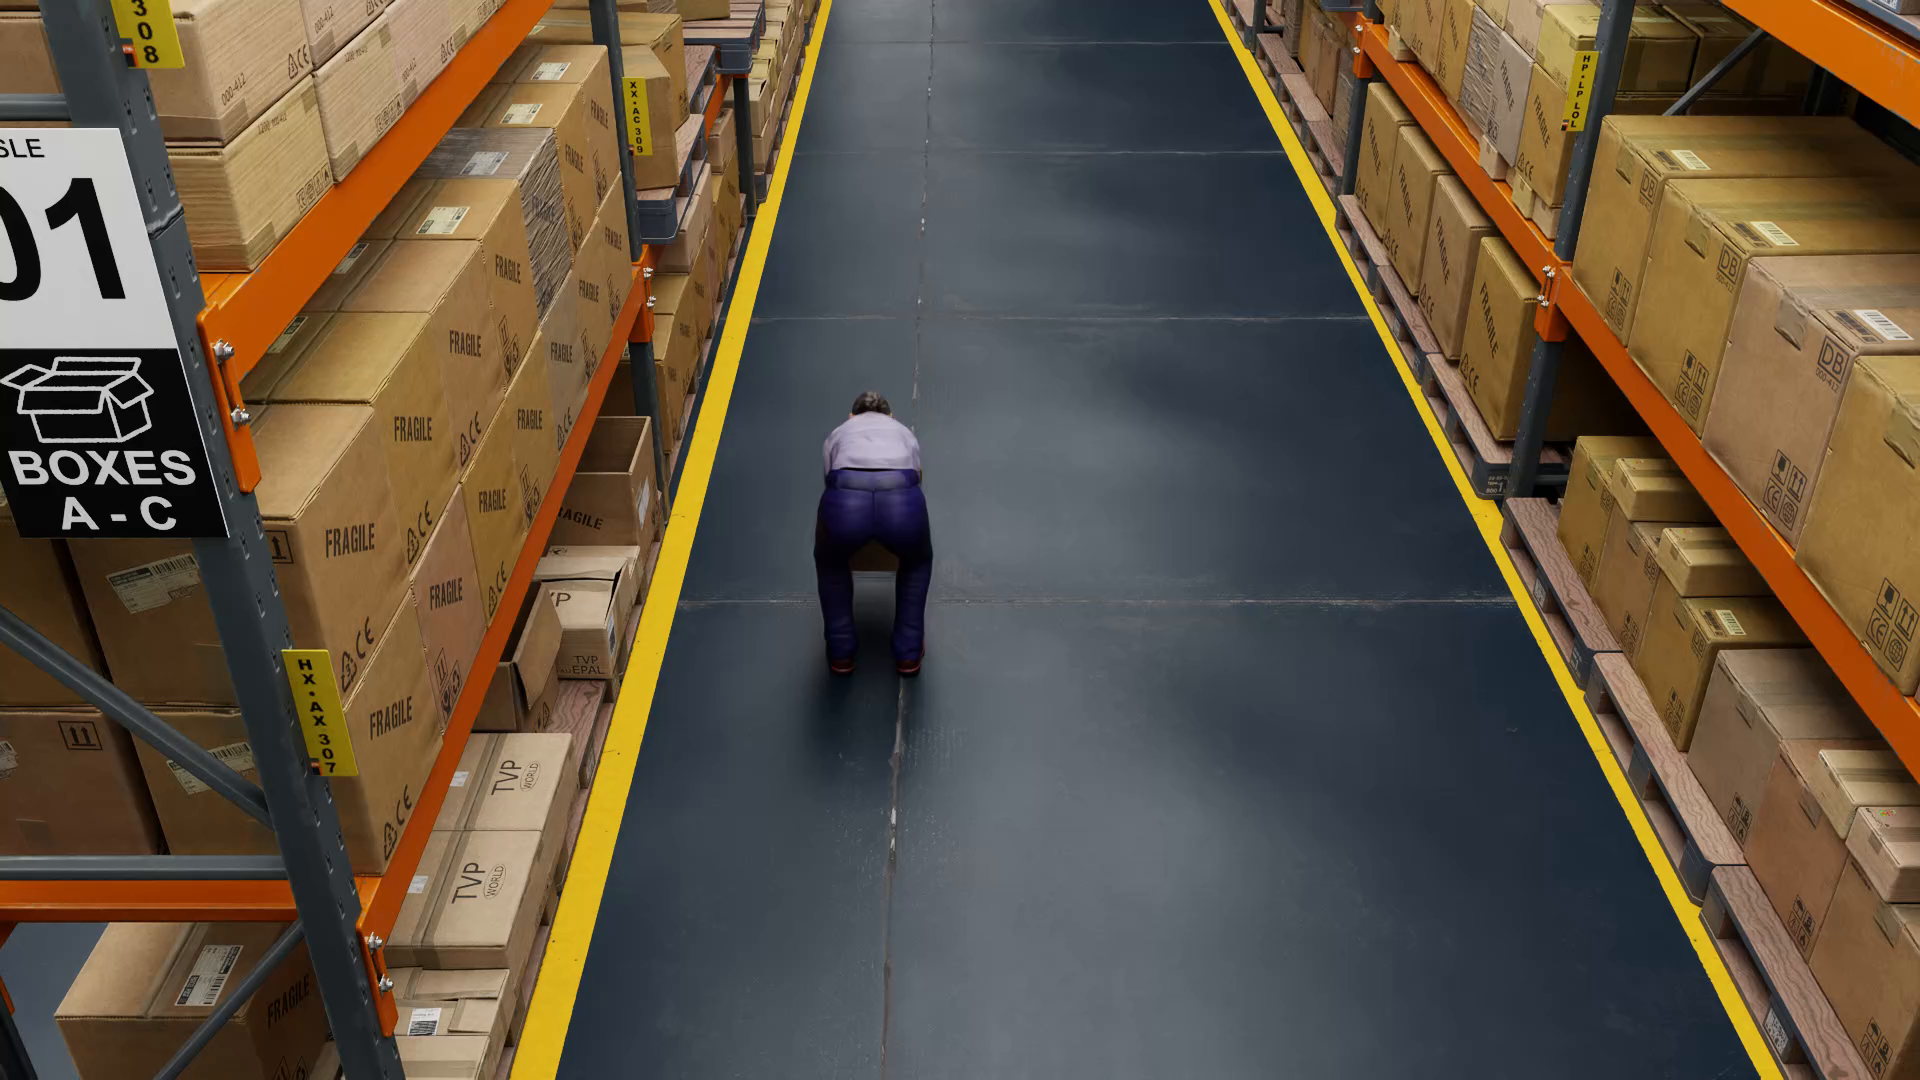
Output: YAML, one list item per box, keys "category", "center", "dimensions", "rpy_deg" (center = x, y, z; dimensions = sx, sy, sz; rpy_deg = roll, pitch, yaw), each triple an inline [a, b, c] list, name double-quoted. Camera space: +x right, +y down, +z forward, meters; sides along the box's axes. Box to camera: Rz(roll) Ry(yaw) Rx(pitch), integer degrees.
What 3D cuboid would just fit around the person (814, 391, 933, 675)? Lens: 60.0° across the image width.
- category: "person"
  center: [-0.357, -0.031, 6.830]
  dimensions: [0.488, 0.989, 0.911]
  rpy_deg: [-2, 32, -2]
